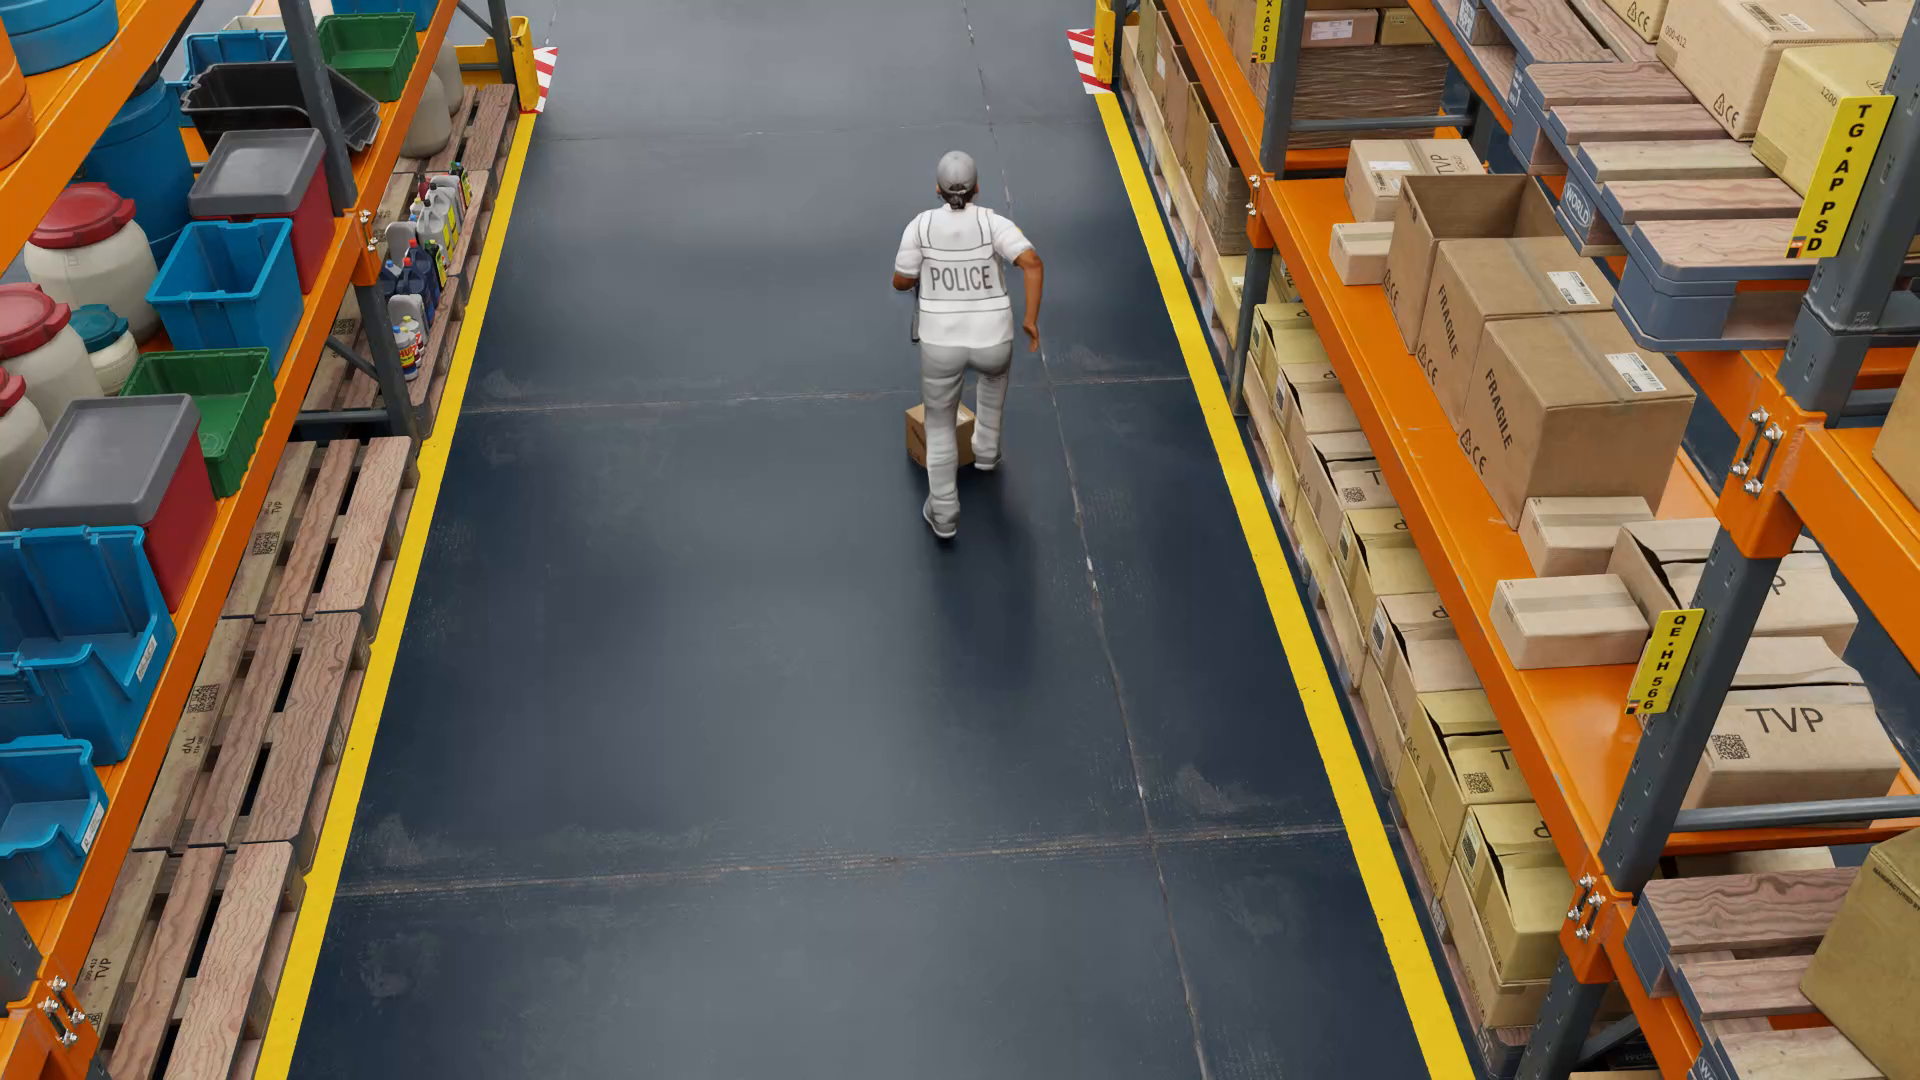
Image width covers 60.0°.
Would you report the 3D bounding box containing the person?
[{"bbox_3d":[0.026,-0.886,7.275,0.601,1.568,0.901,-6,40,-7],"label":"person"}]
